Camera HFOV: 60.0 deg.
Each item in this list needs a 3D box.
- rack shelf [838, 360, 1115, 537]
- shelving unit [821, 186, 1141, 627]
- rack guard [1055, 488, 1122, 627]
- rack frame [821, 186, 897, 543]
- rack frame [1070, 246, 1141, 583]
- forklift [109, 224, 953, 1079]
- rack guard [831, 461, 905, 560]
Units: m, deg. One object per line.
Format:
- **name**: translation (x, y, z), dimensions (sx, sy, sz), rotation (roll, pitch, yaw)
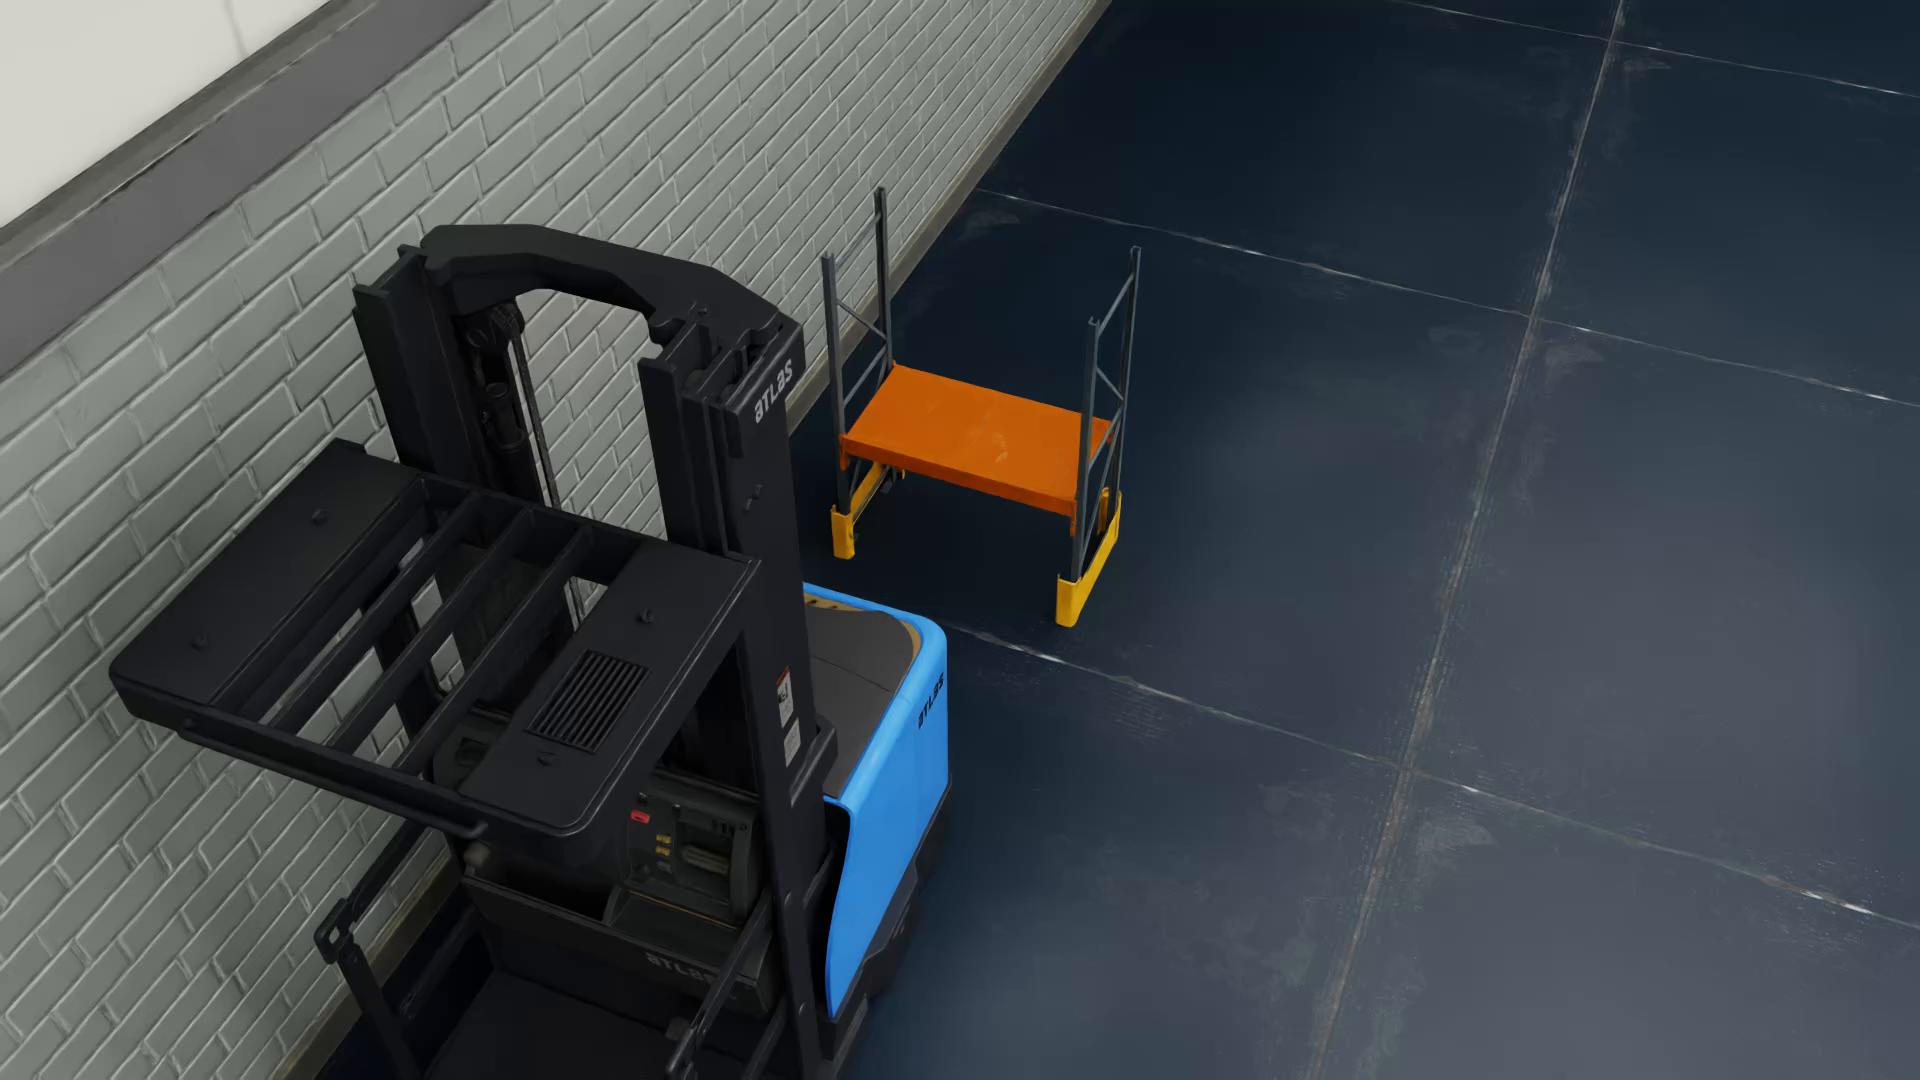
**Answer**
- **rack shelf**: translation (0.079, -0.381, 6.664), dimensions (1.000, 0.185, 0.538), rotation (16, 47, 16)
- **shelving unit**: translation (0.070, -0.511, 6.539), dimensions (1.083, 1.500, 0.587), rotation (16, 47, 16)
- **rack guard**: translation (0.530, 0.067, 6.844), dimensions (0.087, 0.250, 0.587), rotation (16, 47, 16)
- **rack frame**: translation (-0.390, -0.647, 6.675), dimensions (0.032, 1.500, 0.500), rotation (16, 47, 16)
- **rack frame**: translation (0.548, -0.370, 6.398), dimensions (0.032, 1.500, 0.500), rotation (16, 47, 16)
- **forklift**: translation (-1.034, 0.832, 4.175), dimensions (1.130, 2.935, 3.031), rotation (15, 47, 15)
- **rack guard**: translation (-0.389, -0.203, 7.116), dimensions (0.087, 0.250, 0.587), rotation (16, 47, 16)
